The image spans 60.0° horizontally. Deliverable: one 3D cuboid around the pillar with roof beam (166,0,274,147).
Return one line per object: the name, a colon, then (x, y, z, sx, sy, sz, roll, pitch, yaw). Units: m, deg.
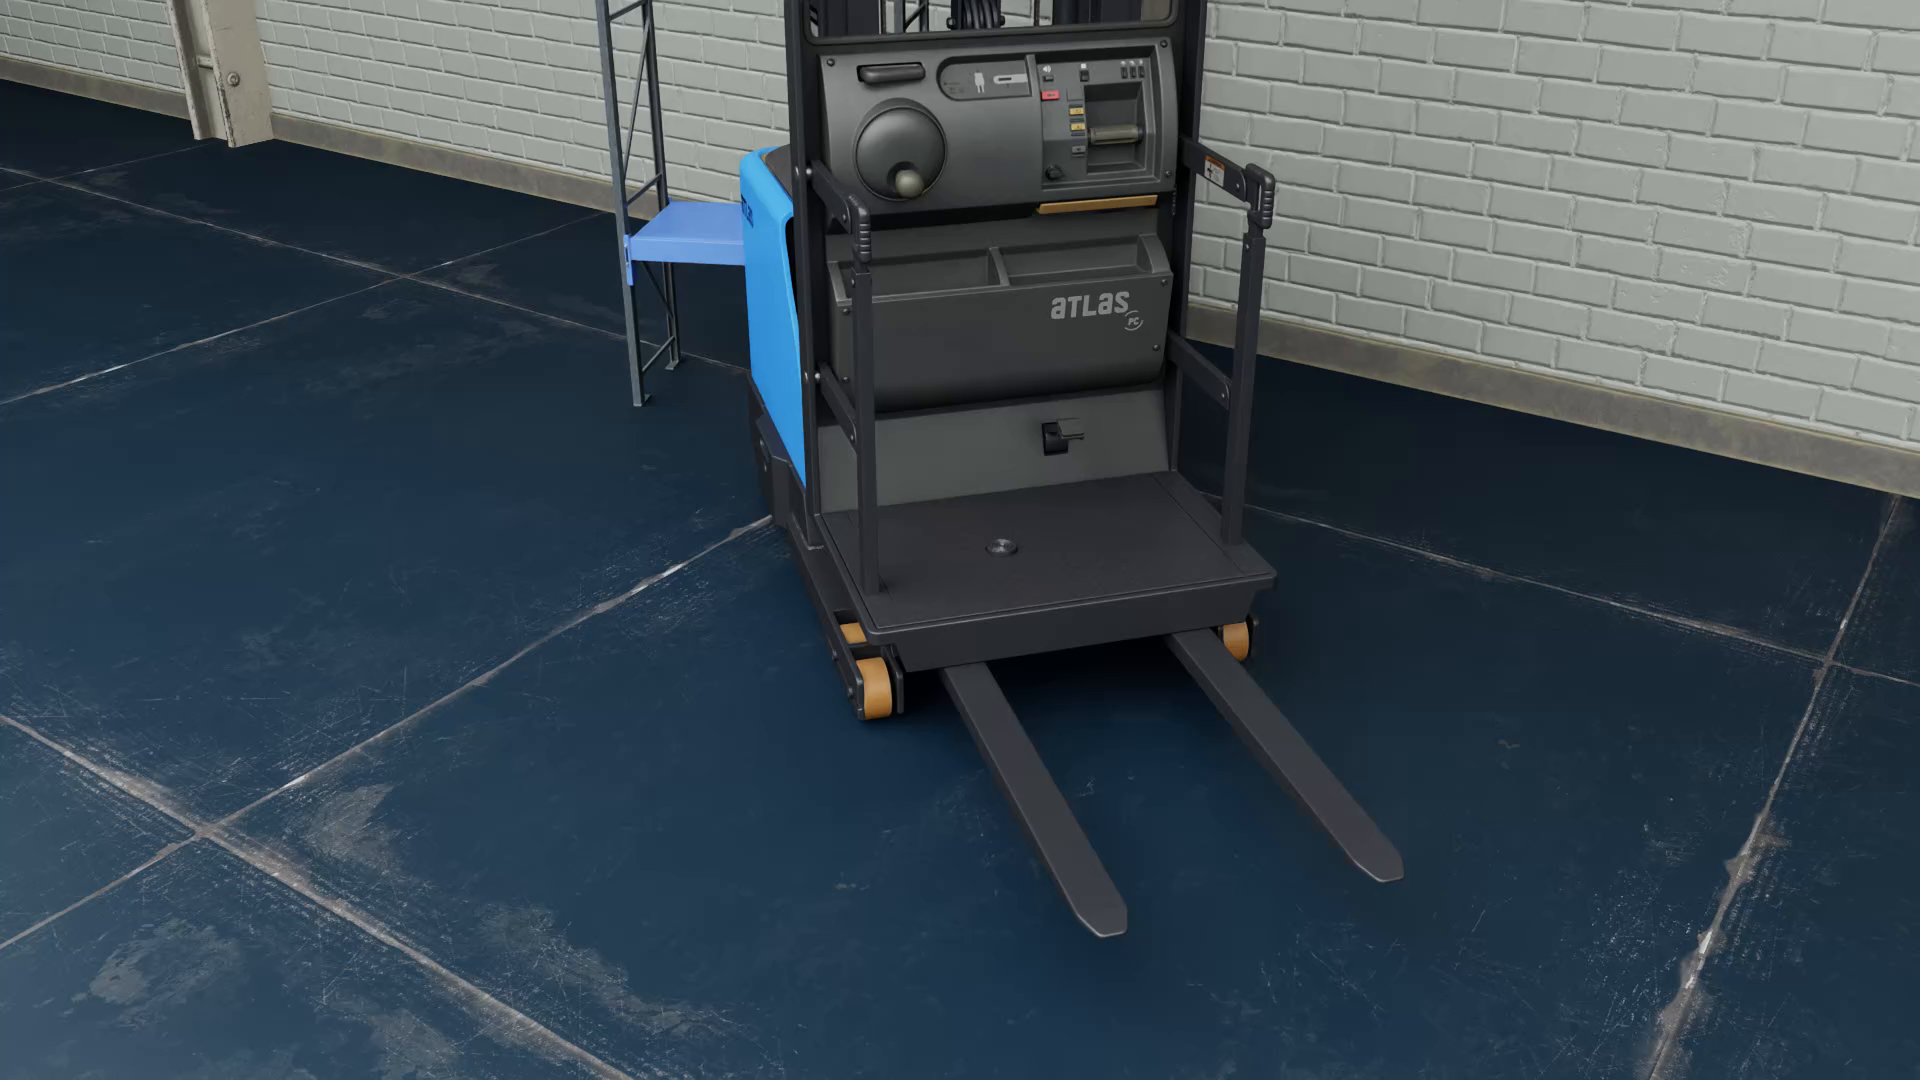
pillar with roof beam: (-6.788, -4.819, 4.798, 0.400, 9.000, 9.100, 17, 32, 30)

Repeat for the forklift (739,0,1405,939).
forklift: (0.172, -1.035, 4.052, 1.130, 2.935, 3.031, -7, 28, -14)

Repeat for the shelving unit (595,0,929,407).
shelving unit: (-0.667, -1.244, 6.040, 1.048, 1.500, 0.538, 4, 27, 8)

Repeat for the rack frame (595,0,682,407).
rack frame: (-1.169, -1.278, 6.108, 0.032, 1.500, 0.500, 4, 27, 8)

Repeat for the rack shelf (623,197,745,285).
rack shelf: (-0.667, -1.083, 6.121, 1.000, 0.185, 0.538, 4, 27, 8)

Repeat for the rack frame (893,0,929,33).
rack frame: (-0.164, -1.209, 5.971, 0.032, 1.500, 0.500, 4, 27, 8)

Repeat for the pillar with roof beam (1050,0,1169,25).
pillar with roof beam: (-1.843, -3.279, 1.771, 0.400, 9.000, 9.100, 17, 32, 30)
